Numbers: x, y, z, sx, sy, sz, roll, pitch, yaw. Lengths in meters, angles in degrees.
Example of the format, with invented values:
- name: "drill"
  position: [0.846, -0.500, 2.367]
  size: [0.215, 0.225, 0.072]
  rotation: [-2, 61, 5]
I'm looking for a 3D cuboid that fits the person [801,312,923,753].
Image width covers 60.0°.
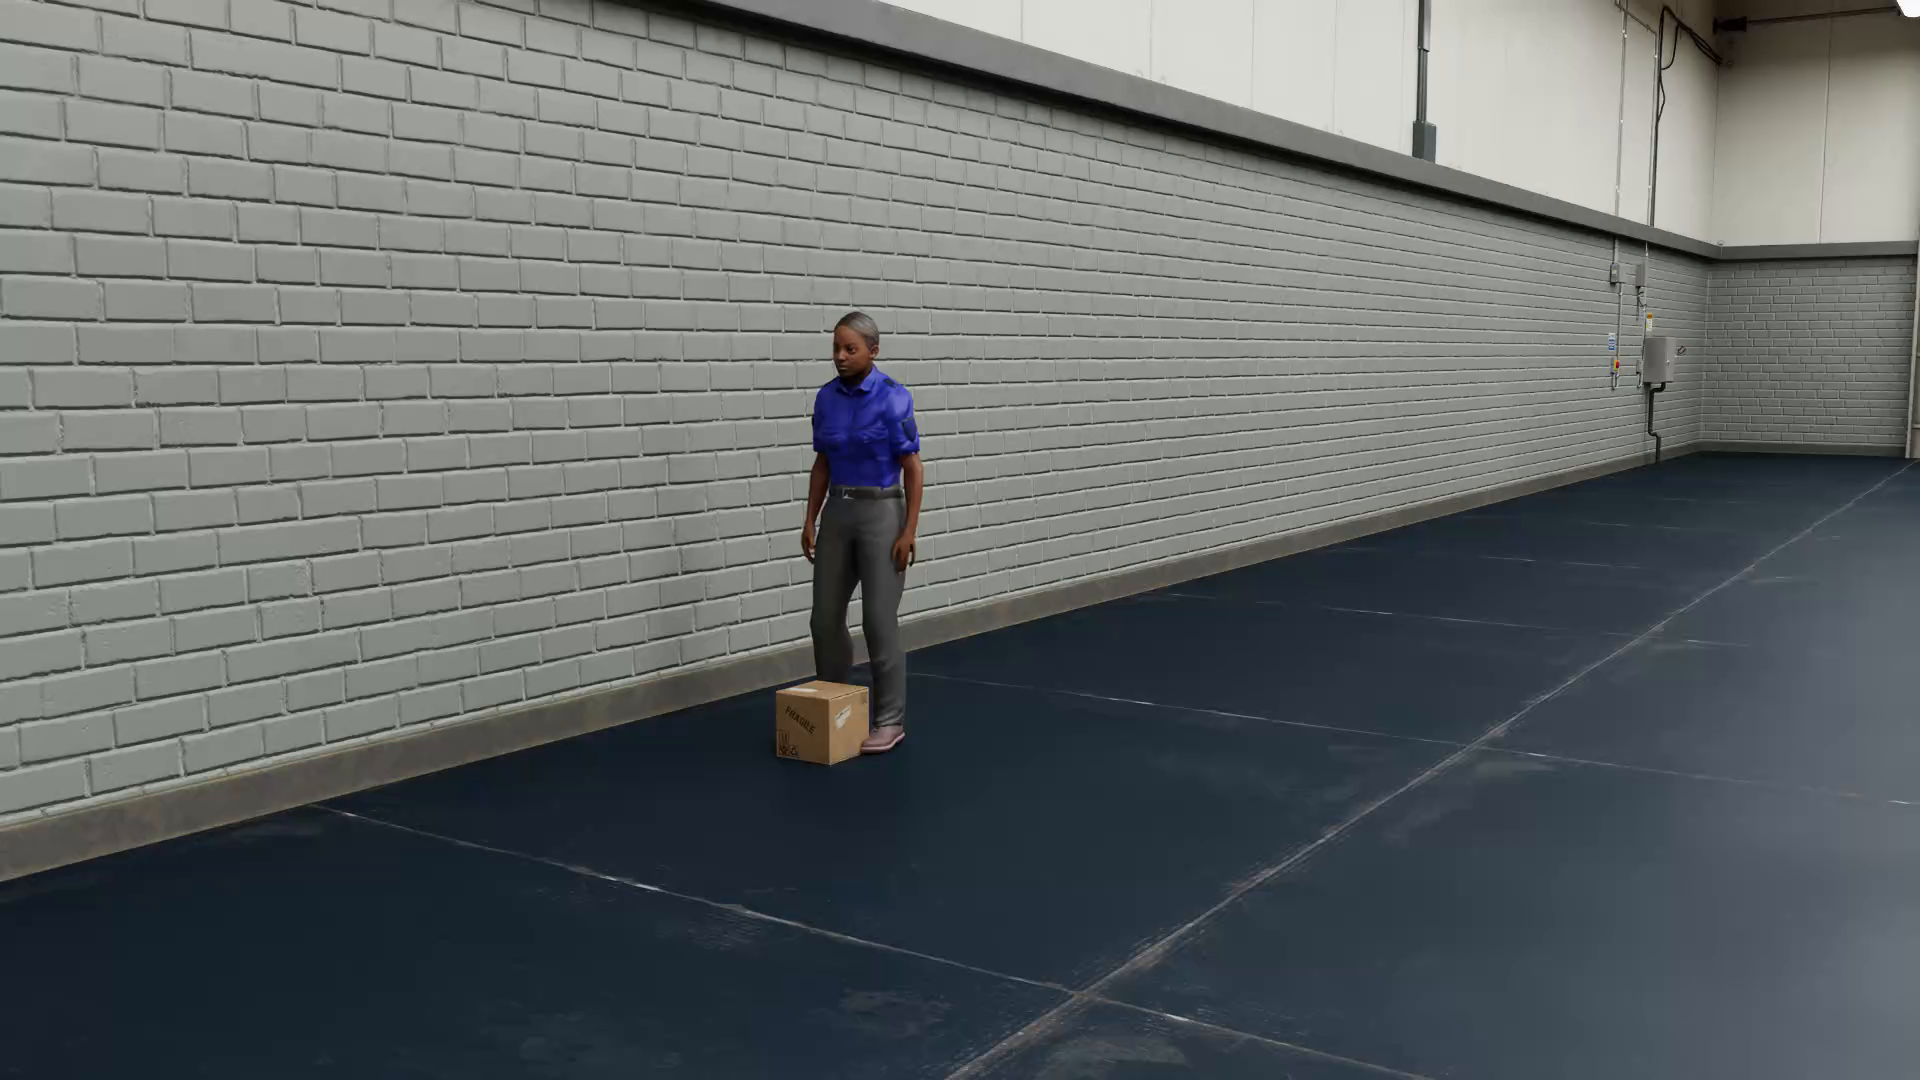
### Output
- name: "person"
  position: [-0.389, -0.037, 6.354]
  size: [0.532, 1.655, 0.348]
  rotation: [4, 7, 30]
